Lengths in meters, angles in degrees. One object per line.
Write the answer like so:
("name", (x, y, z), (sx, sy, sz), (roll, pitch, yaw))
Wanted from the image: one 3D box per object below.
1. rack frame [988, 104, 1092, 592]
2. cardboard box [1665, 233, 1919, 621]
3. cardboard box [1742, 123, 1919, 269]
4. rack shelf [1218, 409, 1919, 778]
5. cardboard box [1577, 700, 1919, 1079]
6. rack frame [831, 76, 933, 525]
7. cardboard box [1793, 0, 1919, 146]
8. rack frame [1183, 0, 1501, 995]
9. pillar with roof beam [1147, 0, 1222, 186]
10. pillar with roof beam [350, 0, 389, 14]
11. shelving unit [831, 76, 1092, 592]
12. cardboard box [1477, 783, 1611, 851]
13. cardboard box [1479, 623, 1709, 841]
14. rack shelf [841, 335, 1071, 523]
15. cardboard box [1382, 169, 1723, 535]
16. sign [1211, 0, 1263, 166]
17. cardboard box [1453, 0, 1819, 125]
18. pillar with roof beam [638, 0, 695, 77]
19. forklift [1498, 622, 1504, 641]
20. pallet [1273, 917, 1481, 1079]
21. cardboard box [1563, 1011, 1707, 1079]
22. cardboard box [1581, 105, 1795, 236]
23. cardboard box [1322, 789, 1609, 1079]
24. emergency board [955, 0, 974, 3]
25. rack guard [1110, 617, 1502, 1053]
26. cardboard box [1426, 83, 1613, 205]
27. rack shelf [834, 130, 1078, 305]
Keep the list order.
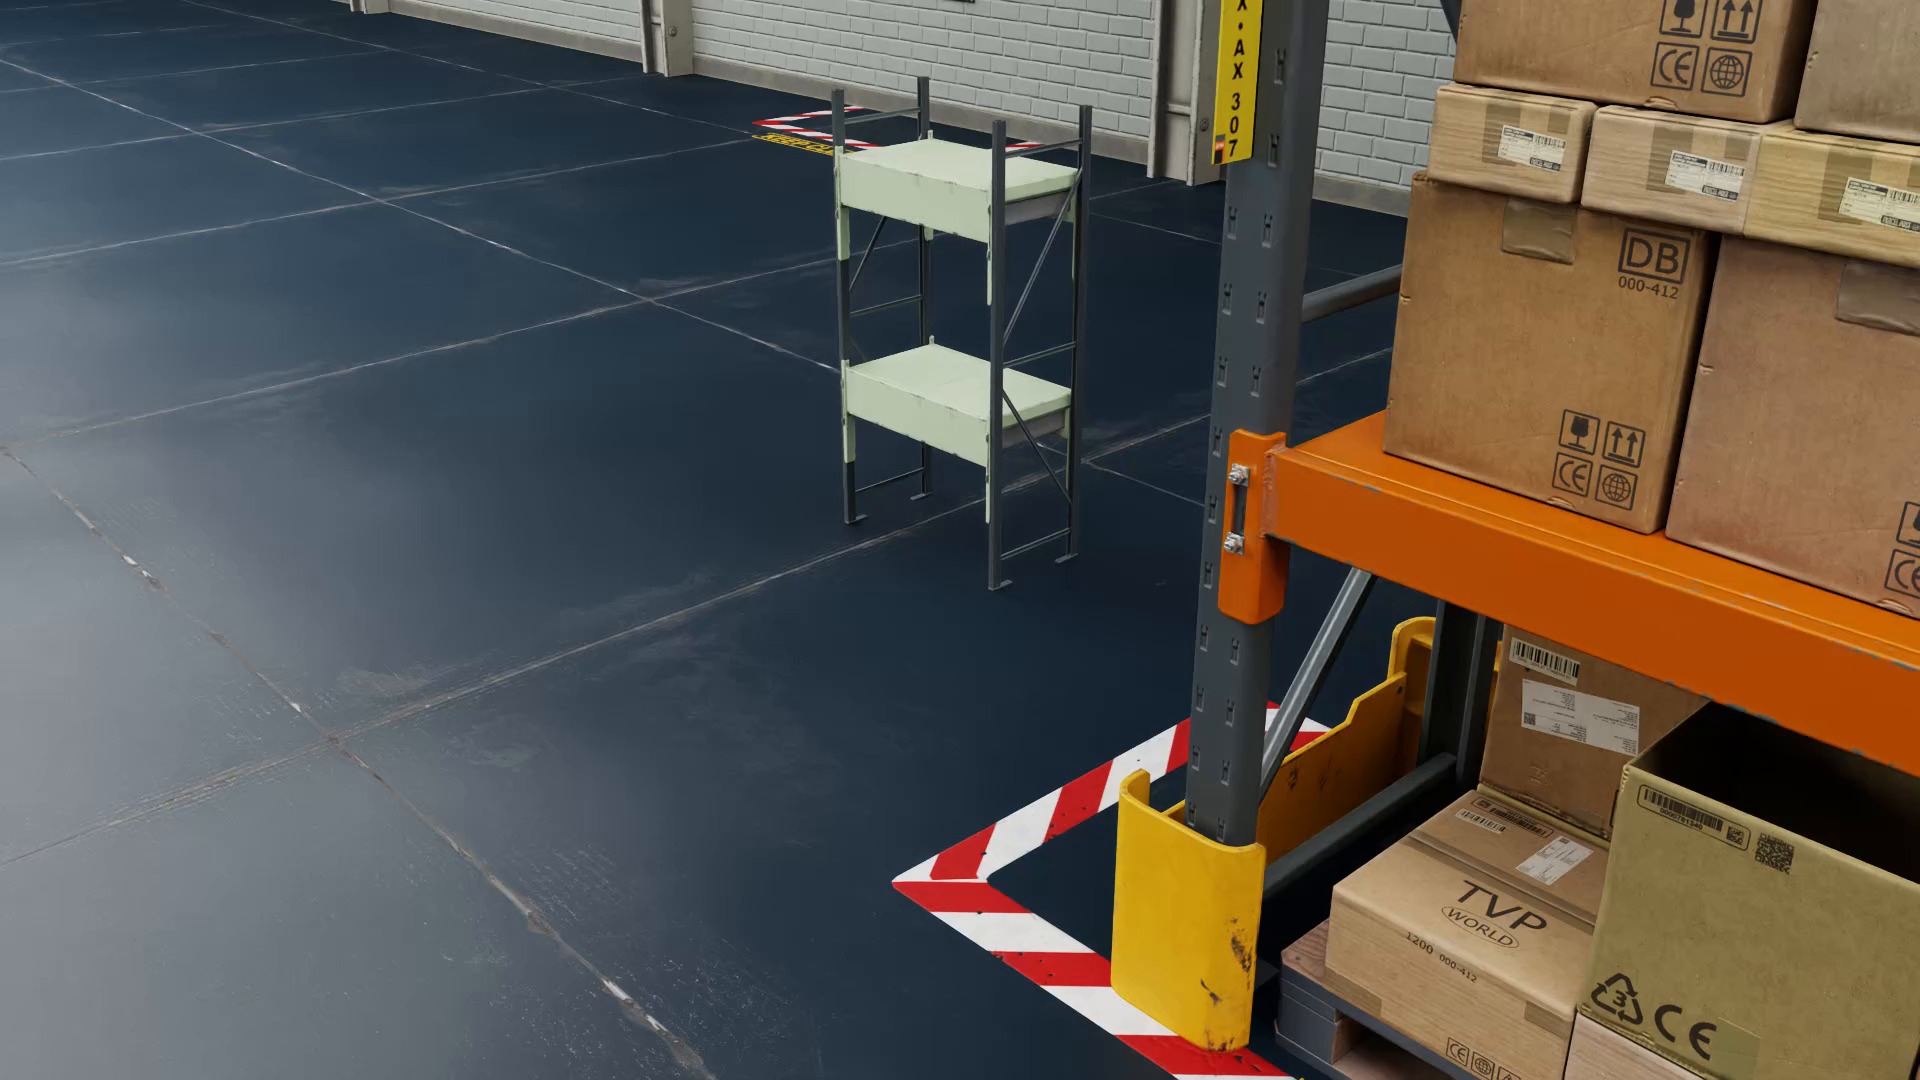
("rack frame", (0.246, -0.573, 5.200), (0.400, 1.500, 0.023), (-21, 32, -38))
("cardboard box", (1.534, -0.248, 2.559), (0.700, 0.500, 0.500), (-20, 31, -37))
("cardboard box", (1.325, -0.511, 2.354), (0.380, 0.149, 0.250), (-21, 32, -38))
("rack shelf", (2.229, 0.428, 2.065), (1.077, 0.370, 4.000), (-21, 32, -38))
("cardboard box", (1.409, 0.590, 2.746), (0.500, 0.500, 0.500), (-21, 32, -38))
("rack frame", (-0.255, -0.795, 5.686), (0.400, 1.500, 0.023), (-21, 32, -38))
("cardboard box", (1.572, -0.822, 2.255), (0.700, 0.500, 0.500), (-22, 33, -40))
("rack frame", (0.862, -0.505, 3.244), (1.000, 3.000, 0.127), (-21, 32, -38))
("pillar with roof beam", (-1.658, -5.271, 6.462), (9.100, 9.000, 0.400), (-21, 32, -38))
("pillar with roof beam", (-9.860, -8.907, 14.432), (9.100, 9.000, 0.400), (-21, 32, -38))
("shelving unit", (-0.005, -0.684, 5.443), (0.431, 1.500, 0.755), (-21, 32, -38))
("cardboard box", (1.444, 0.633, 3.555), (0.500, 0.250, 0.500), (-21, 32, -38))
("cardboard box", (1.446, 0.291, 3.401), (0.500, 0.500, 0.500), (-21, 32, -38))
("rack shelf", (-0.005, -0.388, 5.578), (0.431, 0.370, 0.720), (-21, 32, -38))
("cardboard box", (1.172, -0.406, 2.905), (0.700, 0.500, 0.500), (-21, 32, -38))
("sign", (0.453, -0.780, 2.707), (0.100, 0.325, 0.005), (-21, 32, -38))
("cardboard box", (1.208, -0.980, 2.601), (0.700, 0.500, 0.500), (-21, 32, -38))
("pillar with roof beam", (-5.759, -7.089, 10.447), (9.100, 9.000, 0.400), (-21, 32, -38))
("forklift", (2.818, -0.539, 3.400), (1.130, 2.935, 3.031), (-20, 31, -37))
("pallet", (1.415, 0.983, 3.341), (1.003, 0.211, 1.213), (-21, 32, -38))
("cardboard box", (1.411, 0.931, 2.903), (0.500, 0.250, 0.500), (-21, 32, -38))
("cardboard box", (1.156, -0.587, 2.520), (0.380, 0.149, 0.250), (-22, 33, -40))
("cardboard box", (1.066, 0.780, 3.233), (0.500, 0.250, 0.500), (-21, 32, -38))
("emergency board", (-0.169, -4.530, 12.066), (0.157, 1.169, 0.626), (-21, 32, -38))
("rack guard", (0.846, 0.625, 3.779), (1.175, 0.500, 0.348), (-21, 32, -38))
("cardboard box", (0.973, -0.666, 2.694), (0.380, 0.149, 0.250), (-22, 32, -39))
("rack shelf", (-0.005, -1.039, 5.281), (0.431, 0.370, 0.720), (-21, 32, -38))
